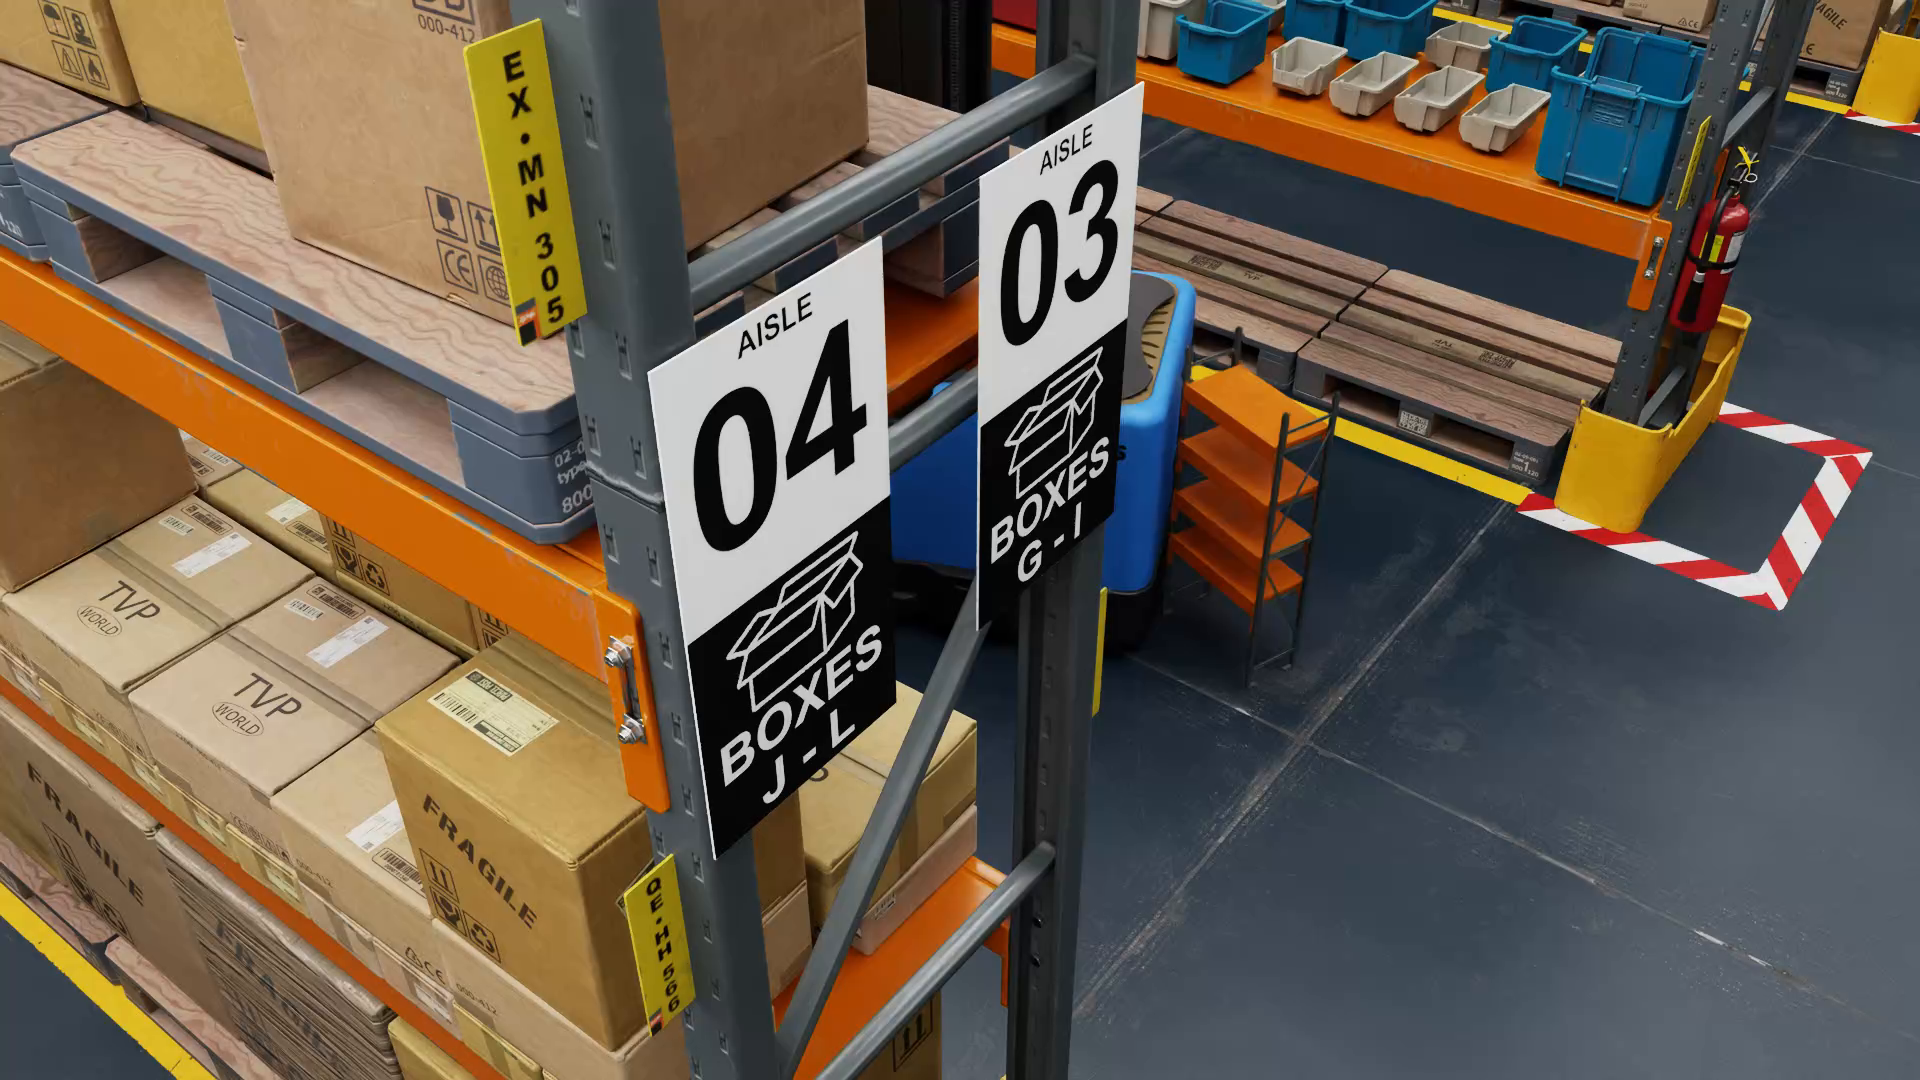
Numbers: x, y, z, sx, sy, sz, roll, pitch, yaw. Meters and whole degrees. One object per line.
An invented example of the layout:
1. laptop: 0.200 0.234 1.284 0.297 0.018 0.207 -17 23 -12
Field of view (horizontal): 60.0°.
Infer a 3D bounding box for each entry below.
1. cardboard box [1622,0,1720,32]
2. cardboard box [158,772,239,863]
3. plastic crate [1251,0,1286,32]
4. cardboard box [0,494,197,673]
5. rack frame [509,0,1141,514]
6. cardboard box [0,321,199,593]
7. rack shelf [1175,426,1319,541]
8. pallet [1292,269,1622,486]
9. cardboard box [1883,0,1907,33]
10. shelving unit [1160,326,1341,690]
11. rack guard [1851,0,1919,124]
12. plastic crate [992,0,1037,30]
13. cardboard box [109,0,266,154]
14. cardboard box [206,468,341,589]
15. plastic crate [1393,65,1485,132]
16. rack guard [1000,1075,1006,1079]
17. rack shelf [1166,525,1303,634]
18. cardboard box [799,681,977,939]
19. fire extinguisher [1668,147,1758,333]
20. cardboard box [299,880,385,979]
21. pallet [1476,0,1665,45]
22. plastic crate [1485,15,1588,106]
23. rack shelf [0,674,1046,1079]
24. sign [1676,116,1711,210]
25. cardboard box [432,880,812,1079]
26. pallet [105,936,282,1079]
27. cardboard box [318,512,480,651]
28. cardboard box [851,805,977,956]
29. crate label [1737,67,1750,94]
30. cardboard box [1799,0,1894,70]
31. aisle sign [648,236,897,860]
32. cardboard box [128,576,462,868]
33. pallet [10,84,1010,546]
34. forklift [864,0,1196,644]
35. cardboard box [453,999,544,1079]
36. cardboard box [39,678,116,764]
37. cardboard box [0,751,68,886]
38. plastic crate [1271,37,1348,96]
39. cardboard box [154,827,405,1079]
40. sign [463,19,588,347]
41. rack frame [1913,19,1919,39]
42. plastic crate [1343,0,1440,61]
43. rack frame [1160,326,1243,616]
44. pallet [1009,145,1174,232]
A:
1. cardboard box: 4.611 -3.511 10.674 0.500 0.250 0.500 25 45 29
2. cardboard box: -1.594 0.531 3.843 0.250 0.149 0.380 25 45 29
3. plastic crate: 1.305 -2.455 7.618 0.466 0.136 0.293 25 45 29
4. cardboard box: -2.248 0.011 4.183 0.500 0.250 0.500 26 45 30
5. rack frame: -0.092 -1.479 1.340 0.127 3.000 1.000 25 45 29
6. cardboard box: -2.242 -0.283 3.951 0.500 0.500 0.500 24 44 27
7. rack shelf: 1.005 -0.220 5.804 0.258 0.148 0.480 -22 43 -25
8. pallet: 2.285 -0.772 7.565 1.213 0.211 1.003 25 45 29
9. cardboard box: 5.805 -3.342 10.542 0.250 0.149 0.380 25 45 29
10. shelving unit: 1.005 -0.097 5.901 0.258 1.200 0.503 -22 43 -25
11. rack guard: 5.869 -3.011 10.190 0.348 0.500 1.175 25 45 29
12. plastic crate: 0.296 -2.632 7.578 0.583 0.464 0.402 25 45 29
13. cardboard box: -0.912 -0.981 2.633 0.500 0.500 0.700 24 44 27
14. cardboard box: -1.541 -0.062 4.276 0.500 0.250 0.500 24 44 28
15. plastic crate: 1.938 -1.795 6.774 0.243 0.136 0.396 25 45 29
16. rack guard: -0.073 1.876 3.948 0.348 0.500 1.175 25 45 29
17. rack shelf: 1.005 0.112 6.065 0.258 0.148 0.480 -22 43 -25
18. cardboard box: -0.309 0.513 3.542 0.500 0.250 0.500 24 44 27
19. fire extinguisher: 2.761 -1.086 6.069 0.183 0.674 0.296 25 45 29
20. cardboard box: -1.180 0.724 3.596 0.250 0.149 0.380 26 45 29
21. pallet: 4.270 -3.652 11.244 1.213 0.211 1.003 25 45 29
22. plastic crate: 2.398 -2.001 6.959 0.300 0.233 0.416 25 45 29
23. rack shelf: -1.681 0.417 4.368 4.000 0.370 1.077 25 45 29
24. sign: 2.595 -1.331 5.885 0.005 0.325 0.100 25 45 29
25. cardboard box: -0.638 0.773 3.210 0.500 0.250 0.500 25 44 28
26. pallet: -1.740 1.262 4.967 1.213 0.211 1.003 25 45 29
27. cardboard box: -1.122 -0.161 3.794 0.500 0.500 0.500 24 44 27
28. cardboard box: -0.174 0.687 3.643 0.250 0.149 0.380 26 45 29
29. crate label: 2.921 -1.754 6.644 0.303 0.233 0.416 25 45 29
30. cardboard box: 5.348 -3.239 10.124 0.500 0.500 0.500 25 45 29
31. aisle sign: -0.217 0.033 2.166 0.004 0.787 0.394 25 45 29
32. cardboard box: -1.445 0.392 3.696 0.500 0.250 0.500 24 44 27
33. pallet: -0.688 -0.536 2.640 1.213 0.211 1.003 25 45 29
34. forklift: -0.669 -1.228 5.941 3.031 2.935 1.130 8 39 10
35. cardboard box: -0.783 0.913 3.355 0.250 0.149 0.380 26 45 29
36. cardboard box: -1.997 0.340 4.086 0.250 0.149 0.380 24 44 27
37. cardboard box: -2.794 0.342 5.263 0.875 0.875 0.875 25 45 29
38. plastic crate: 1.455 -1.989 7.022 0.250 0.136 0.298 25 45 29
39. cardboard box: -1.372 1.013 4.406 0.875 0.875 0.875 25 45 29
40. sign: -0.433 -0.355 1.683 0.005 0.325 0.100 25 45 29
41. rack frame: 5.929 -3.967 9.383 0.127 3.000 1.000 25 45 29
42. plastic crate: 1.875 -2.247 7.274 0.300 0.233 0.416 25 45 29
43. rack frame: 0.872 -0.224 6.062 0.240 1.200 0.015 -22 43 -25
44. pallet: 0.347 -1.686 8.733 1.213 0.211 1.003 25 45 29
